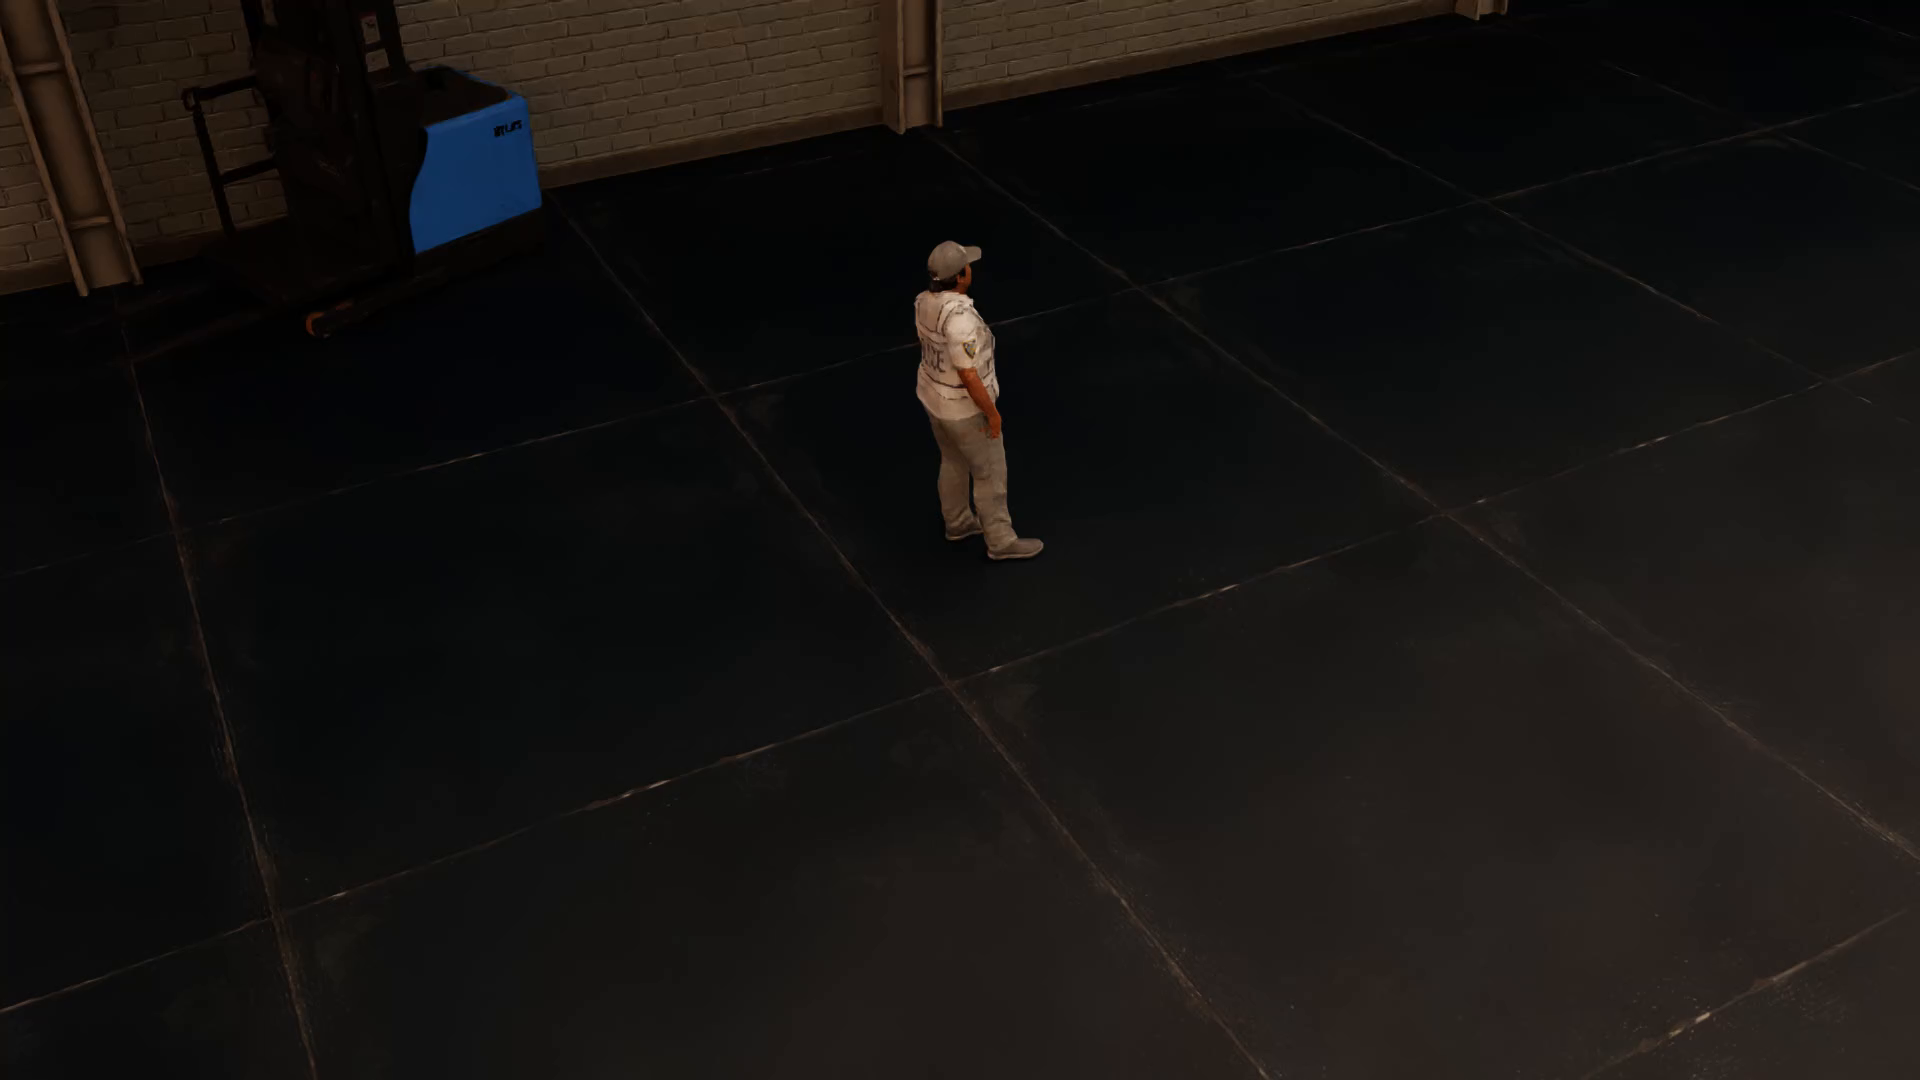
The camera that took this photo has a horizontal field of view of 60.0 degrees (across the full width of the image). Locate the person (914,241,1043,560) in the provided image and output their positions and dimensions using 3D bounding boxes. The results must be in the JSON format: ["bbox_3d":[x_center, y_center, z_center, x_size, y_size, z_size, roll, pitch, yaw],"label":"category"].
[{"bbox_3d":[0.079,-0.696,8.190,0.527,1.669,0.598,-17,39,-23],"label":"person"}]

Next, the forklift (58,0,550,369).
[{"bbox_3d":[-4.197,-2.793,10.074,1.130,2.935,3.031,27,44,33],"label":"forklift"}]
